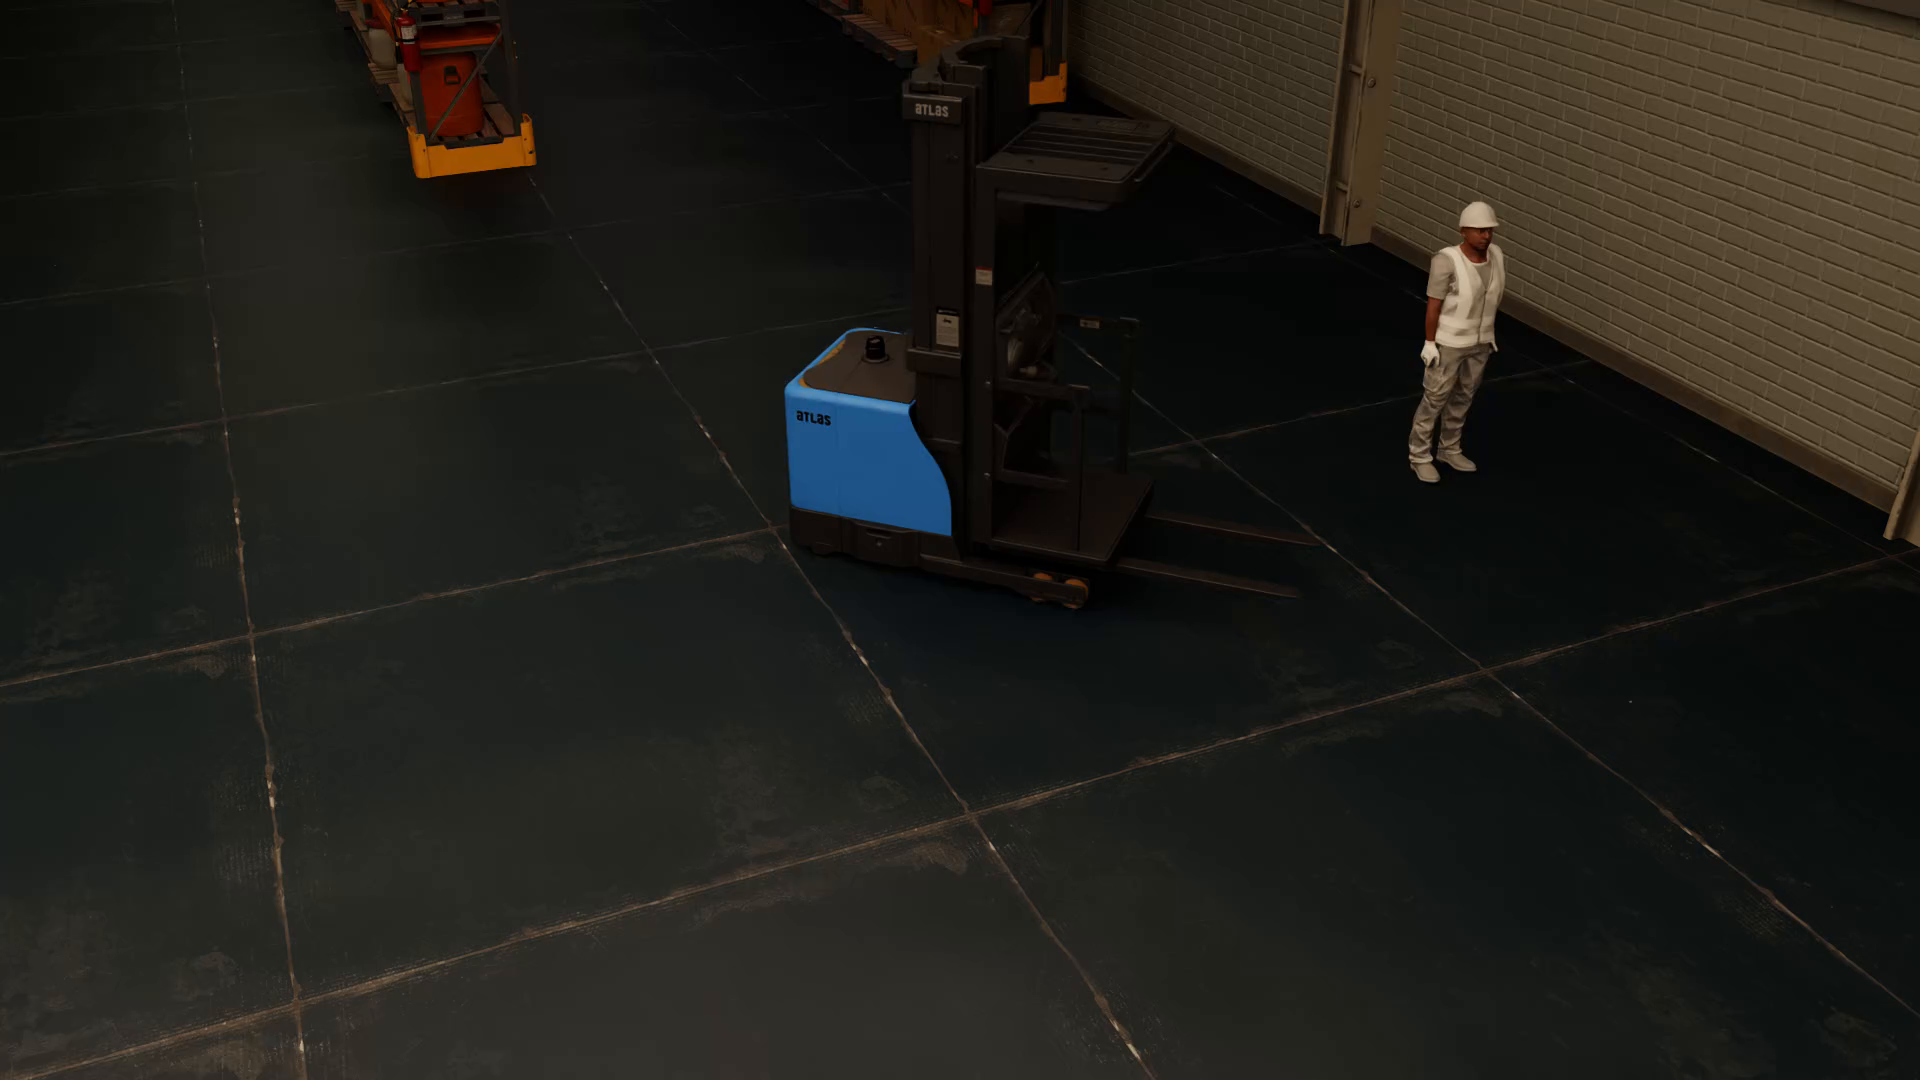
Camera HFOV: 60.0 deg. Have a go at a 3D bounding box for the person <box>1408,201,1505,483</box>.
[{"bbox_3d":[3.153,-1.247,10.454,0.549,1.790,0.369,-14,33,-23],"label":"person"}]

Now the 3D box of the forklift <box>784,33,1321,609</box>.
[{"bbox_3d":[0.553,-1.182,9.186,3.031,2.935,1.130,10,31,18],"label":"forklift"}]
